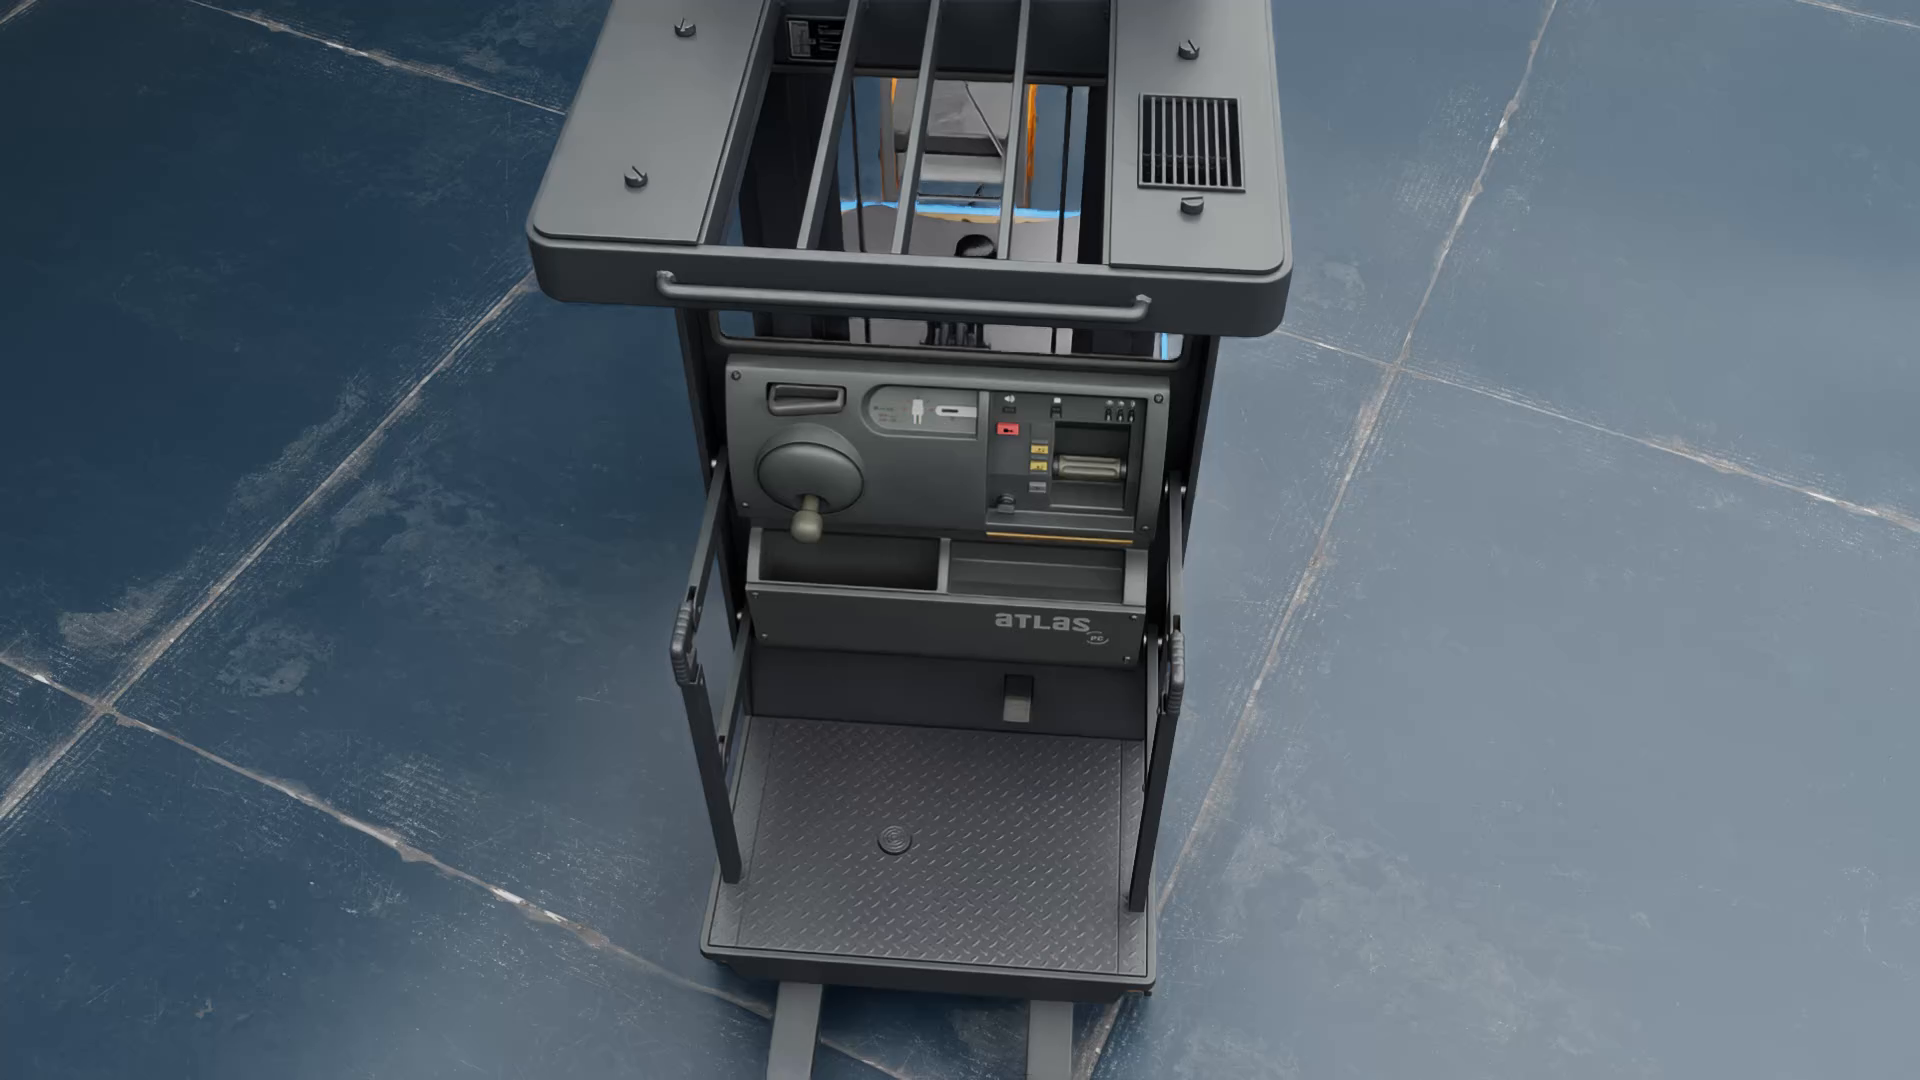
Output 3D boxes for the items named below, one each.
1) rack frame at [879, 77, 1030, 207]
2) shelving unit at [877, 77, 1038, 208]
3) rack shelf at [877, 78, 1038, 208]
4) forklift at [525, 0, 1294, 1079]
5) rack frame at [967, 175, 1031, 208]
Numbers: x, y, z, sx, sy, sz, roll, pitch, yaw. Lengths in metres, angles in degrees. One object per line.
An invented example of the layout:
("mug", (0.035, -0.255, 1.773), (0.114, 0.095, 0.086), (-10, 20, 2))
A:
("rack frame", (-0.014, -0.968, 4.695), (0.400, 2.100, 0.015), (3, 50, 3))
("shelving unit", (0.004, -1.153, 4.852), (0.431, 2.100, 0.503), (3, 50, 3))
("rack shelf", (0.004, -1.144, 4.863), (0.431, 0.518, 0.480), (3, 50, 3))
("forklift", (-0.045, -0.070, 3.385), (1.130, 2.935, 3.031), (3, 50, 3))
("rack frame", (0.022, -1.338, 5.010), (0.400, 2.100, 0.015), (3, 50, 3))
